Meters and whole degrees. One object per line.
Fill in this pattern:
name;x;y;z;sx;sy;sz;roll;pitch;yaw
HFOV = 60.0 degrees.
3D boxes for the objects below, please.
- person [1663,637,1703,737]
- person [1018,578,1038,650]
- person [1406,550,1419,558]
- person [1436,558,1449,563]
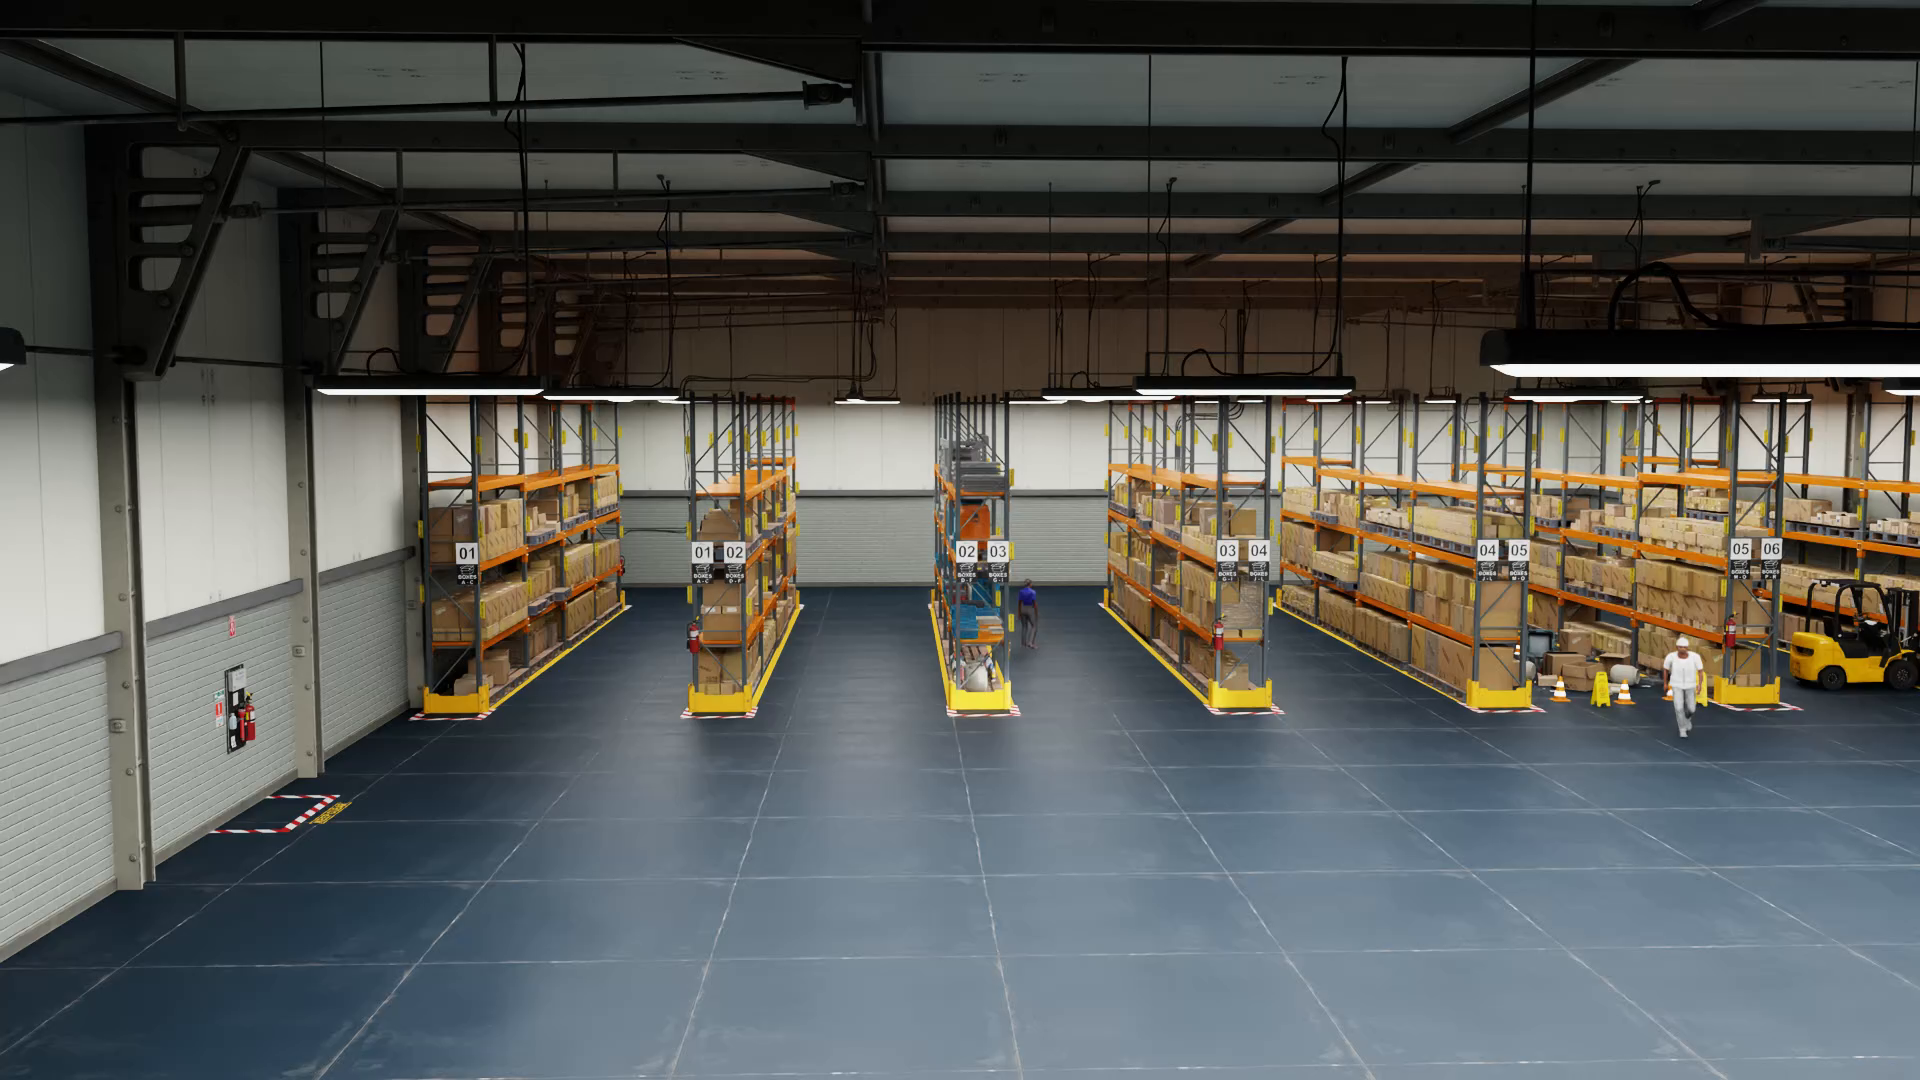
person;12.603;2.539;29.003;0.630;1.732;0.717;1;5;18
person;1.615;1.749;39.369;0.569;1.677;0.430;3;5;31
person;13.371;0.940;49.092;0.738;1.668;0.590;0;5;-3
person;14.955;0.714;51.459;0.521;1.800;0.601;-2;5;-23
